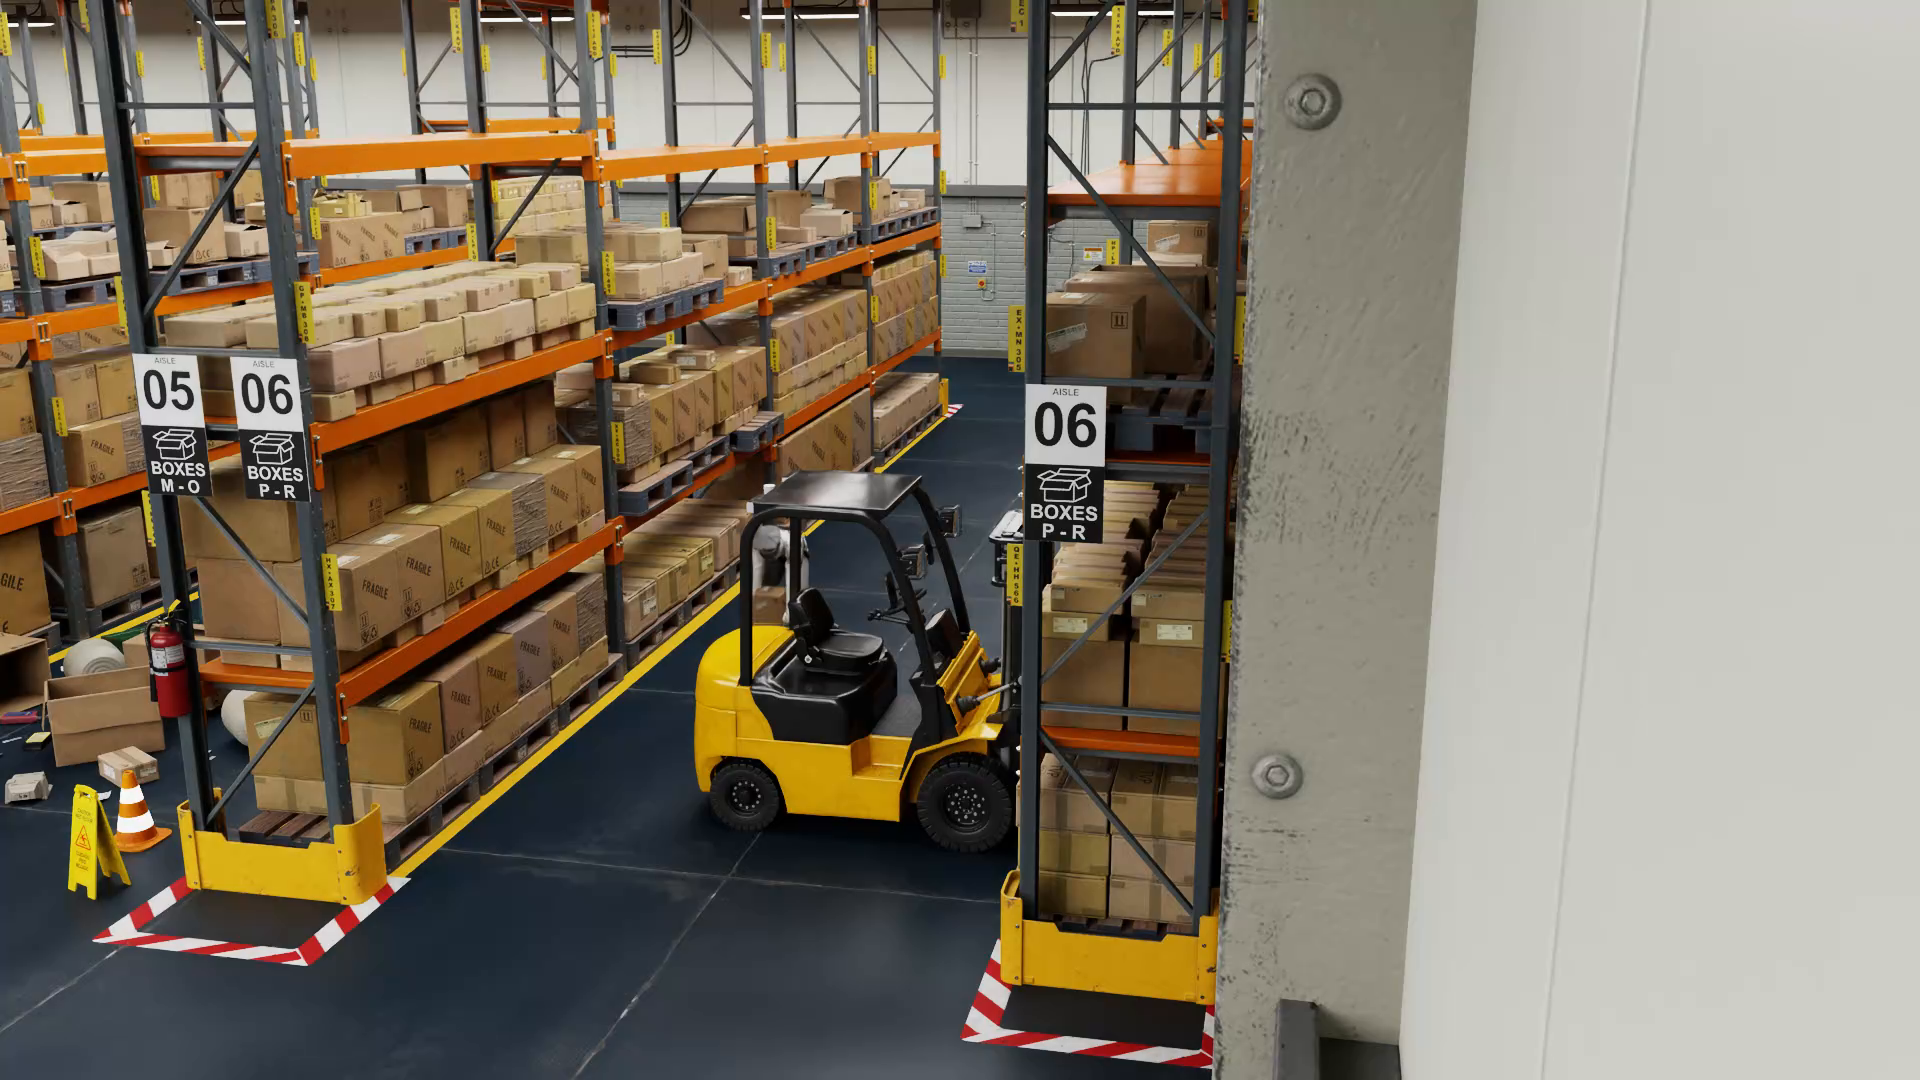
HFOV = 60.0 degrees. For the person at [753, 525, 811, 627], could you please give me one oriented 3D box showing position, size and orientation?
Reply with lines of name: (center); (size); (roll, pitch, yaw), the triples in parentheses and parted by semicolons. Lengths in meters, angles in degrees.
person: (-1.510, 0.400, 13.884); (0.428, 1.215, 0.903); (2, 15, 9)
